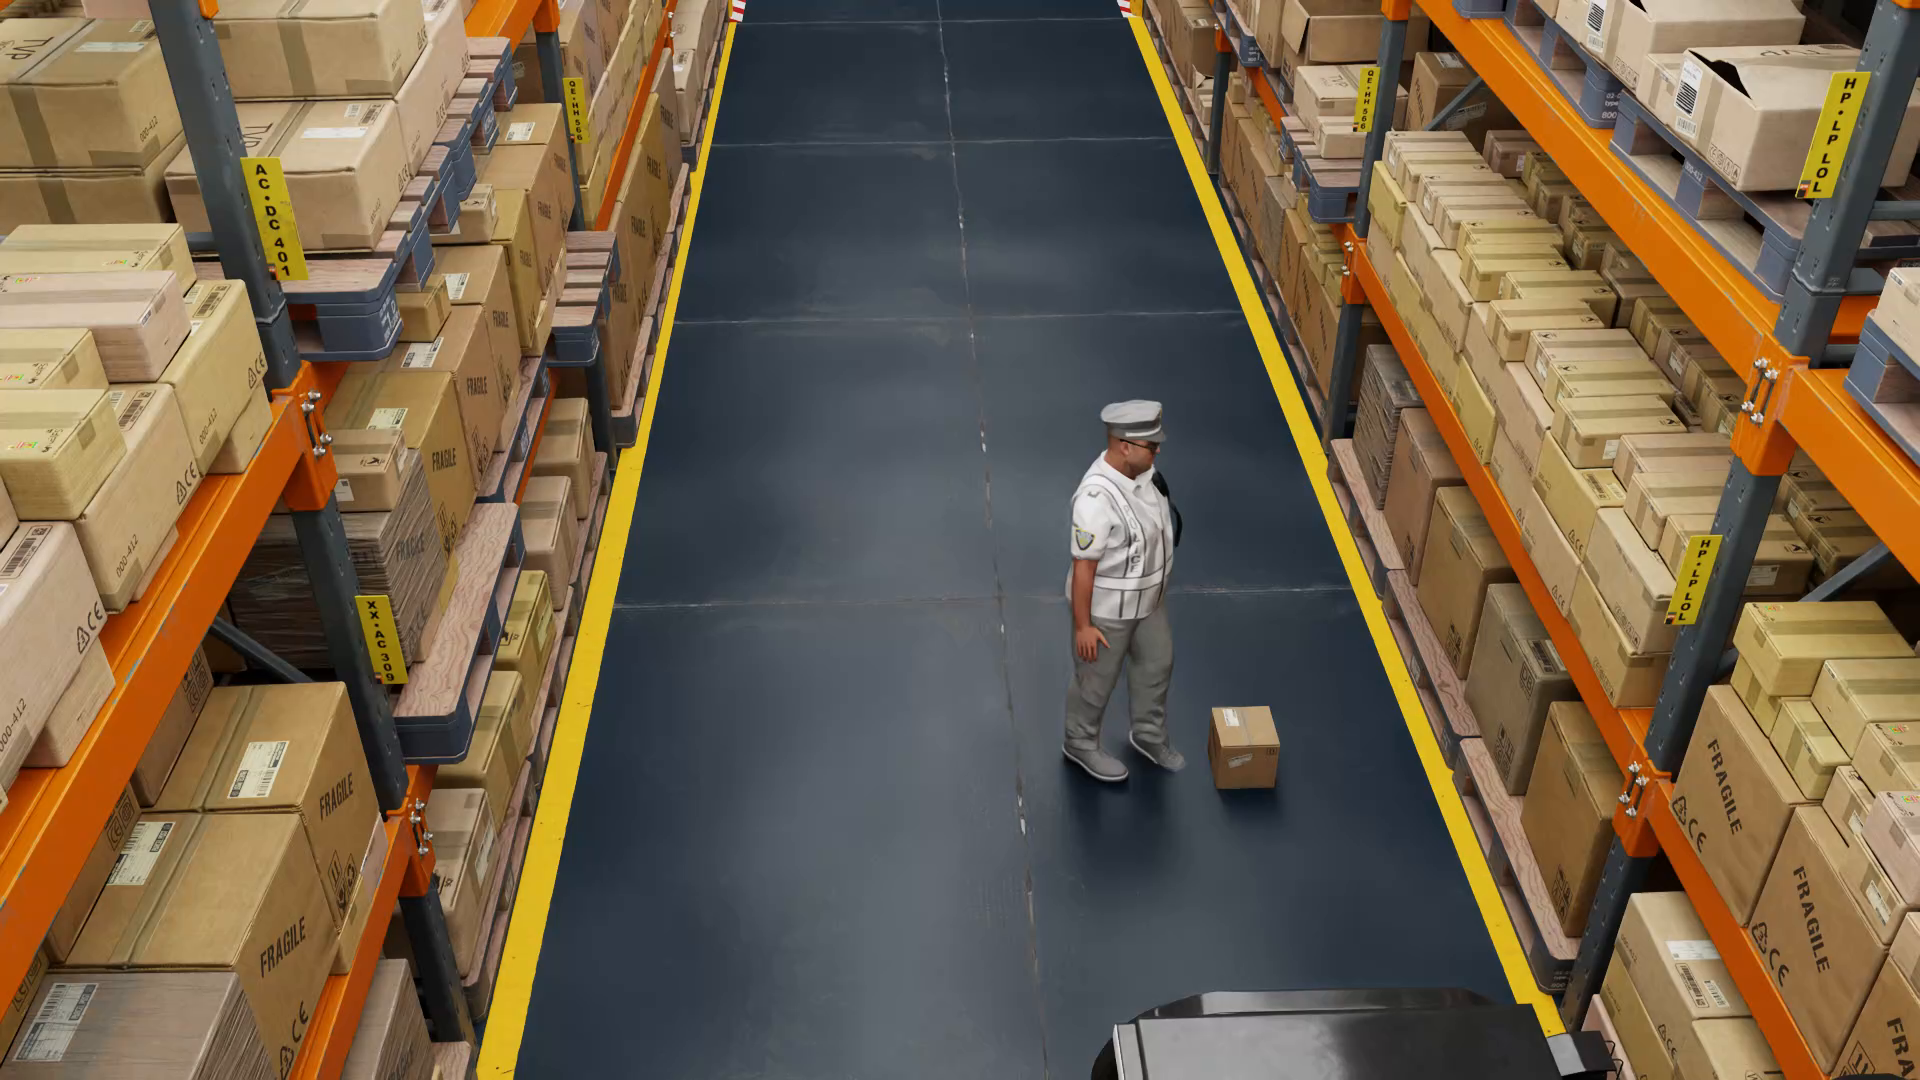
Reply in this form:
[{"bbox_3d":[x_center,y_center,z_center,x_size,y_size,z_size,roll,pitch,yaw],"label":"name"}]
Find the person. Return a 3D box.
[{"bbox_3d":[0.781,0.284,6.734,0.638,1.764,0.571,16,38,21],"label":"person"}]
